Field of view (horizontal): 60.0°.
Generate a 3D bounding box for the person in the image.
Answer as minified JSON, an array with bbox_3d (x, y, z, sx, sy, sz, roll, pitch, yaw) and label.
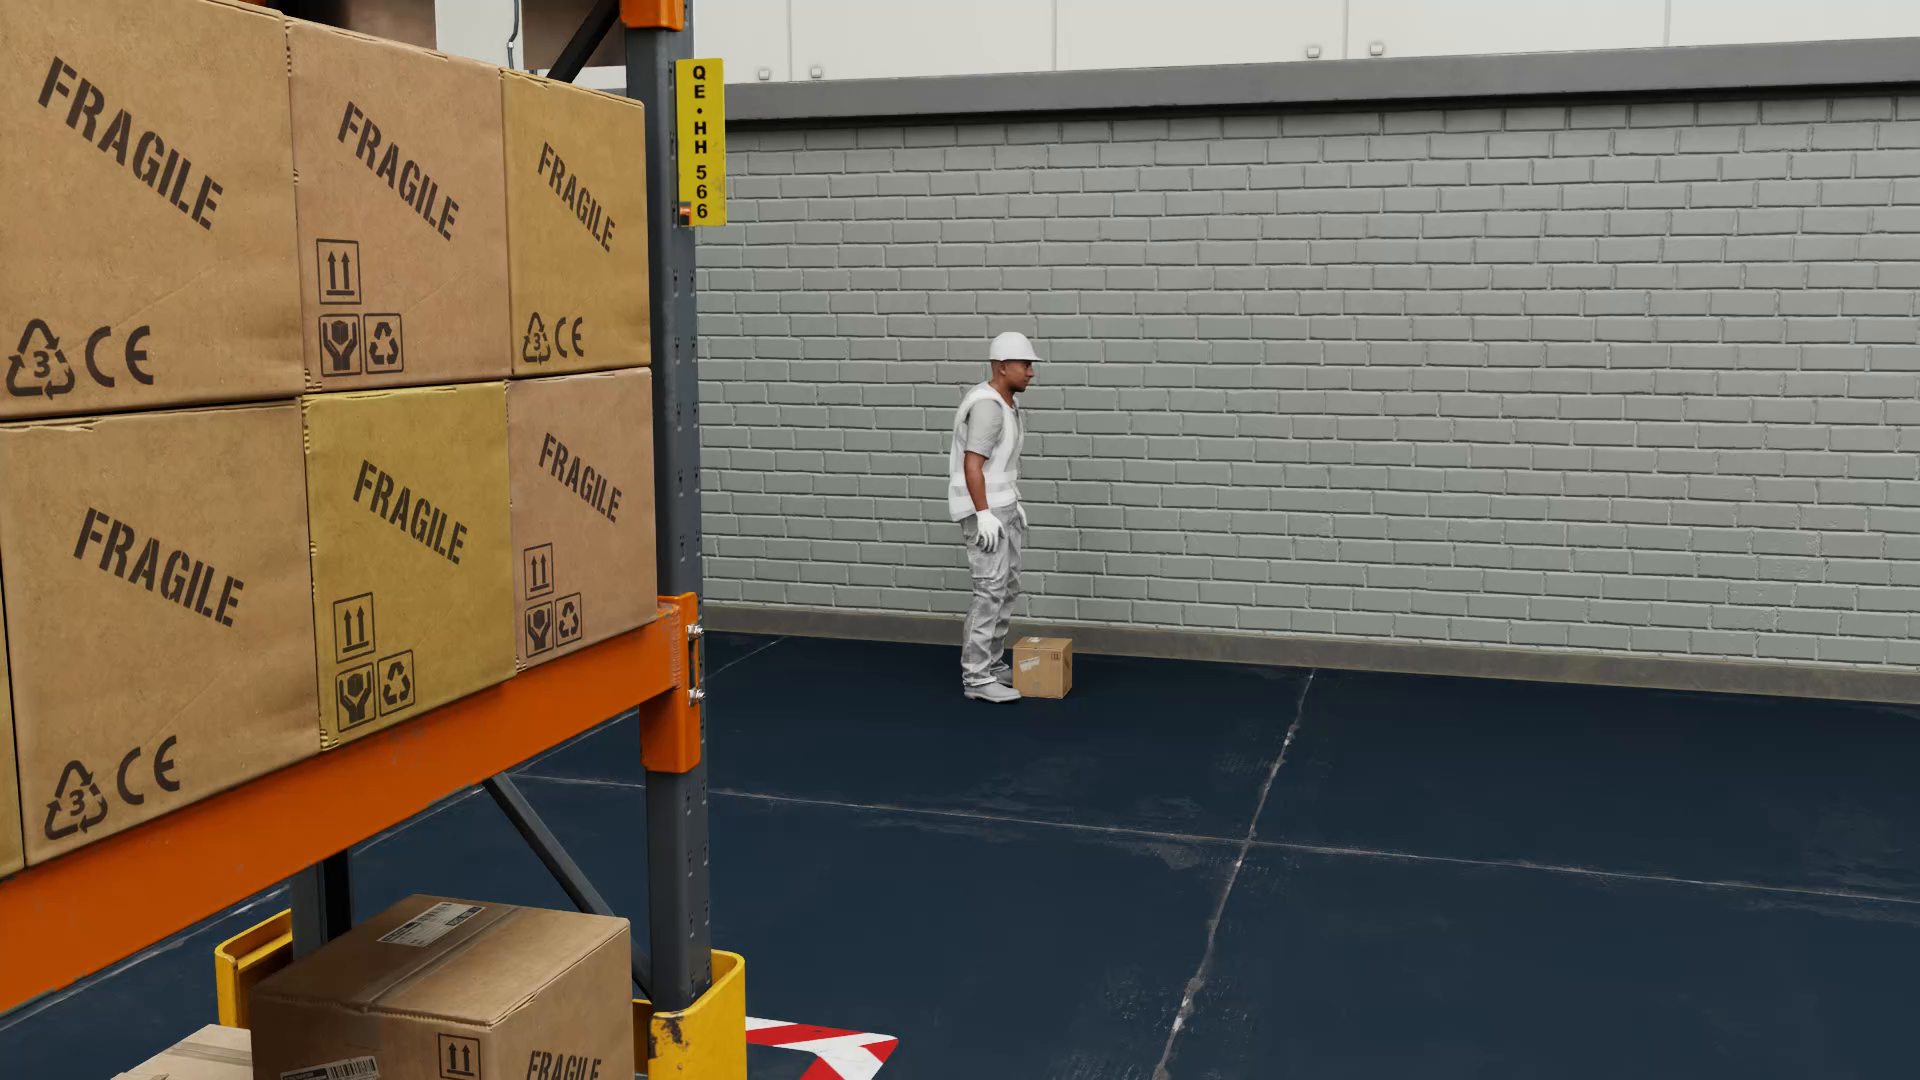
[{"bbox_3d":[0.181,-0.126,8.165,0.449,1.774,0.616,2,9,16],"label":"person"}]
